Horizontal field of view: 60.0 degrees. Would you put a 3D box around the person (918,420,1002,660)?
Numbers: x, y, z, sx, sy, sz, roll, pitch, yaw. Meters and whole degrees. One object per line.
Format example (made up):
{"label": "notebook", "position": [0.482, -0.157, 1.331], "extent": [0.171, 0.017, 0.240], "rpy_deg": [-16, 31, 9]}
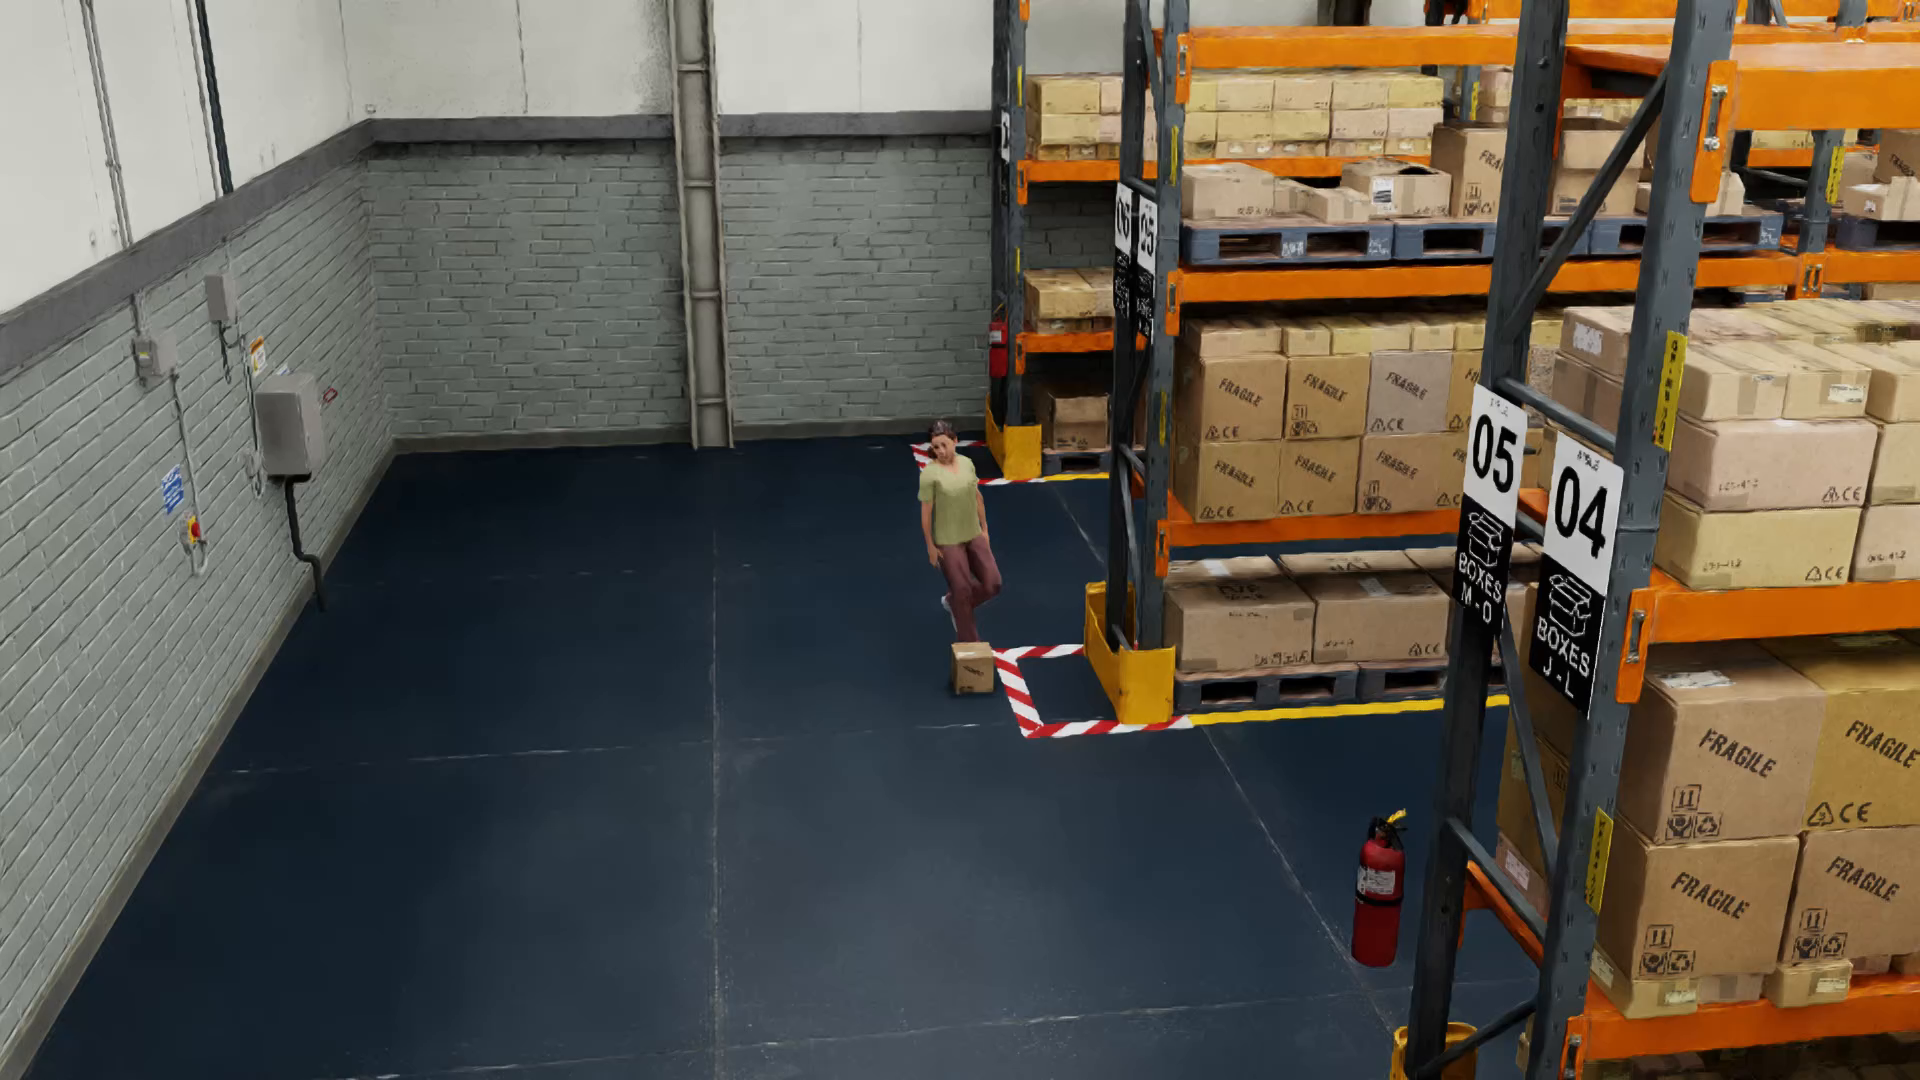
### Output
{"label": "person", "position": [-0.021, 0.013, 11.090], "extent": [0.495, 1.638, 0.578], "rpy_deg": [-15, 25, -35]}
